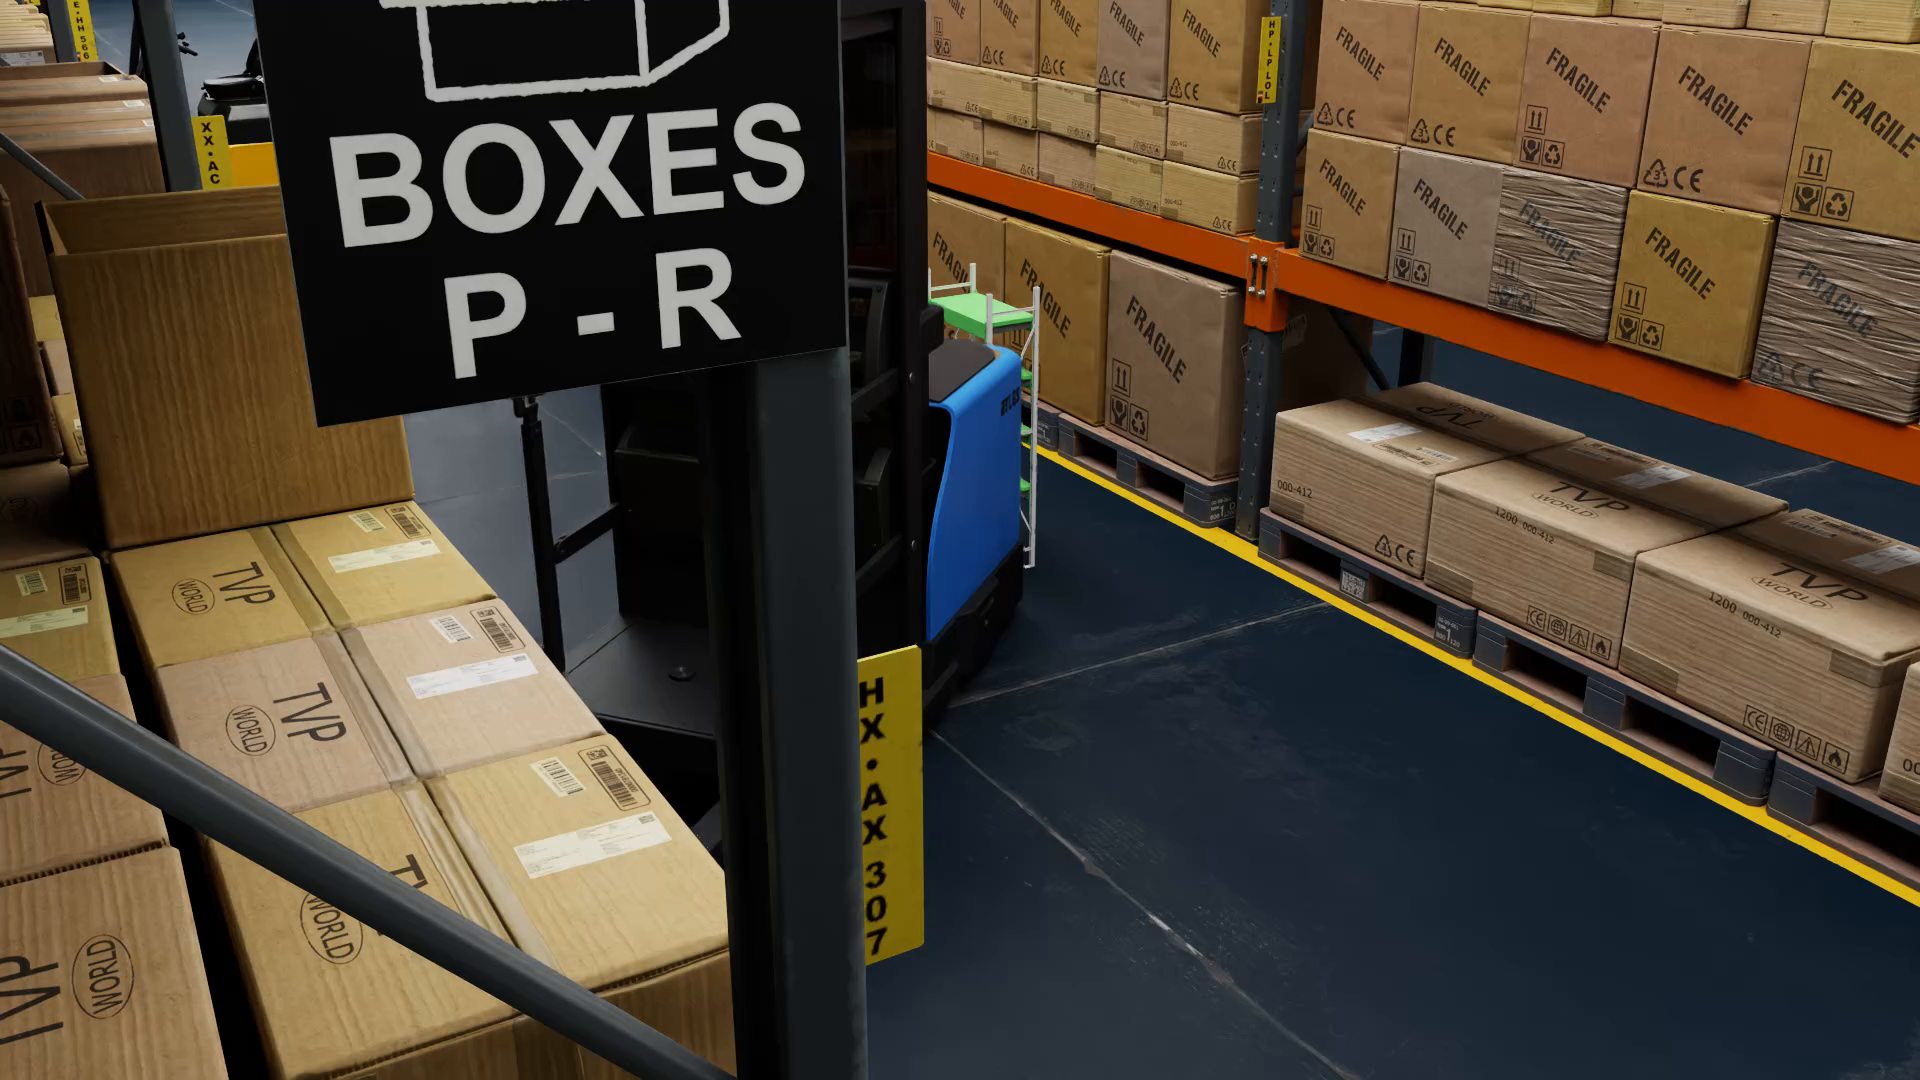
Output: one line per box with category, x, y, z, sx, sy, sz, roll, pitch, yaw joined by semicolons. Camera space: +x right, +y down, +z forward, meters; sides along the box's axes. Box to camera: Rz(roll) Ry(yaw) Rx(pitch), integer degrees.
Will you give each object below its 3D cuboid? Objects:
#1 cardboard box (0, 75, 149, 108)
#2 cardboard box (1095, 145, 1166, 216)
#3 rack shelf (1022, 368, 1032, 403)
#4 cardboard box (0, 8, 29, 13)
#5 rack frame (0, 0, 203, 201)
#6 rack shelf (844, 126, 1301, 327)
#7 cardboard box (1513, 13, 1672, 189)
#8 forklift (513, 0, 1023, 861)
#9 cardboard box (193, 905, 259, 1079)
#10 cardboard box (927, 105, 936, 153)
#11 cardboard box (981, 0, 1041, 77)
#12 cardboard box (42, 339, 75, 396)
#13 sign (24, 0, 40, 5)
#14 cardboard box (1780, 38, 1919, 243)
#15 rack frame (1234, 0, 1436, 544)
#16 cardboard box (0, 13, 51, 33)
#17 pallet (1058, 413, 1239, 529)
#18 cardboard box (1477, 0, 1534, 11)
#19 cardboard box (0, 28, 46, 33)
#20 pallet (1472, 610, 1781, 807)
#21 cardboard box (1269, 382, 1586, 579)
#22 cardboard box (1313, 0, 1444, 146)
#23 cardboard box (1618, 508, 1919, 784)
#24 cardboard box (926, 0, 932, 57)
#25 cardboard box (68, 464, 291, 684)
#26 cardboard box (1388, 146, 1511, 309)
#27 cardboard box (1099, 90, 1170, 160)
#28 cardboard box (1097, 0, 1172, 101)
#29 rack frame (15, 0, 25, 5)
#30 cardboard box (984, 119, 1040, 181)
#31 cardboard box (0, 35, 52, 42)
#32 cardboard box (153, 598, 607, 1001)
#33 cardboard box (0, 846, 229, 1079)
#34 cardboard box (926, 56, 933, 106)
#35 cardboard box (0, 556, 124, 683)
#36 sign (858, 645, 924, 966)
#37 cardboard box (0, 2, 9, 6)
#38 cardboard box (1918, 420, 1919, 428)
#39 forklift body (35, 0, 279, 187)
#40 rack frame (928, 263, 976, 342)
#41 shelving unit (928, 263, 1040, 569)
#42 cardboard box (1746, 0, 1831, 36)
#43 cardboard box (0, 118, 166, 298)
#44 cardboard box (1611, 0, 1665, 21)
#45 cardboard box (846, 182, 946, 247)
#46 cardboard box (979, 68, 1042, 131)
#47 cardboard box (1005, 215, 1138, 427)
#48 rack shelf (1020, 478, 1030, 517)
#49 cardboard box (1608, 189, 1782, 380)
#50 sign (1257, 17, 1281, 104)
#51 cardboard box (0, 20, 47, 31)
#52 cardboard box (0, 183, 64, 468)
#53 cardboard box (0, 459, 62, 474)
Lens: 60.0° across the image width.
cardboard box;-3.309;-1.396;6.071;0.700;0.500;0.500;-13;25;-29
cardboard box;0.971;-1.682;7.665;0.500;0.250;0.500;-13;25;-29
rack shelf;0.085;-0.665;6.887;0.258;0.148;0.480;-13;25;-28
cardboard box;-5.755;-3.076;9.902;0.380;0.149;0.250;-13;26;-29
rack frame;-2.589;-0.534;4.641;1.000;3.000;0.127;-13;25;-28
rack shelf;0.655;-1.804;8.721;1.077;0.370;4.000;-13;25;-28
cardboard box;2.216;-1.466;5.473;0.500;0.500;0.500;-12;25;-27
forklift;-0.735;-0.630;4.968;1.130;2.935;3.031;8;23;18
cardboard box;-0.812;0.567;2.268;0.380;0.149;0.250;-13;25;-29
cardboard box;-0.056;-2.345;9.297;0.500;0.250;0.500;-13;26;-30
cardboard box;0.442;-2.594;8.249;0.500;0.500;0.500;-12;25;-27
cardboard box;-1.850;-0.325;3.931;0.500;0.250;0.500;-13;25;-28
sign;-6.214;-3.731;11.074;0.100;0.325;0.005;-13;25;-28
cardboard box;2.727;-1.139;4.669;0.500;0.500;0.500;-13;25;-29
rack frame;1.676;-1.490;6.993;1.000;3.000;0.127;-13;25;-28
cardboard box;-5.430;-2.923;9.526;0.380;0.149;0.250;-13;26;-30
pallet;1.217;-0.433;8.097;1.003;0.211;1.213;-13;25;-28
cardboard box;2.000;-1.901;5.682;0.380;0.149;0.250;-13;25;-29
cardboard box;-4.977;-2.582;8.685;0.380;0.149;0.250;-12;25;-28
pallet;2.625;0.459;5.902;1.003;0.211;1.213;-13;25;-28
cardboard box;1.905;-0.273;6.845;0.875;0.438;0.875;-13;25;-29
cardboard box;1.711;-1.798;6.292;0.500;0.500;0.500;-12;25;-28
cardboard box;2.822;0.309;5.414;0.875;0.438;0.875;-12;25;-27
cardboard box;-0.064;-2.929;9.072;0.500;0.500;0.500;-12;25;-28
cardboard box;-1.345;0.006;3.117;0.500;0.250;0.500;-13;26;-30
cardboard box;1.945;-1.170;6.074;0.500;0.500;0.500;-12;25;-28
cardboard box;0.980;-1.908;7.557;0.500;0.250;0.500;-12;25;-27
cardboard box;0.962;-2.262;7.431;0.500;0.500;0.500;-12;25;-27
rack frame;-6.676;-3.123;11.012;1.000;3.000;0.127;-13;25;-28
cardboard box;0.462;-2.015;8.485;0.500;0.250;0.500;-13;25;-28
cardboard box;-4.679;-2.421;8.291;0.380;0.149;0.250;-12;25;-27
cardboard box;-0.804;0.331;2.318;0.500;0.250;0.500;-12;25;-28
cardboard box;-1.009;0.595;1.668;0.500;0.250;0.500;-12;25;-27
cardboard box;-0.057;-2.568;9.180;0.500;0.250;0.500;-12;25;-27
cardboard box;-1.520;0.267;2.476;0.500;0.250;0.500;-12;25;-27
sign;-0.079;0.256;1.549;0.100;0.325;0.005;-13;25;-28
cardboard box;-6.083;-3.233;10.287;0.380;0.149;0.250;-13;25;-28
cardboard box;3.002;-0.512;4.454;0.500;0.500;0.500;-13;26;-29
forklift body;-6.182;-3.762;13.711;2.313;2.155;1.214;-13;25;-28
rack frame;-0.040;-0.581;7.148;0.240;1.200;0.015;-13;25;-28
shelving unit;0.085;-0.502;6.954;0.258;1.200;0.503;-13;25;-28
cardboard box;2.547;-1.574;4.877;0.380;0.149;0.250;-12;25;-27
cardboard box;-2.644;-0.974;5.034;0.700;0.500;0.500;-12;25;-27
cardboard box;2.310;-1.744;5.296;0.380;0.149;0.250;-13;25;-28
cardboard box;-0.085;-1.755;9.910;0.875;0.875;0.875;-13;25;-29
cardboard box;0.434;-2.237;8.367;0.500;0.250;0.500;-12;25;-27
cardboard box;0.823;-1.176;8.485;0.875;0.875;0.875;-12;25;-27
rack shelf;0.085;-0.221;7.068;0.258;0.148;0.480;-13;25;-28
cardboard box;2.456;-0.841;5.264;0.500;0.500;0.500;-12;25;-27
sign;1.215;-1.882;6.525;0.100;0.325;0.005;-13;25;-28
cardboard box;-5.210;-2.751;9.102;0.380;0.149;0.250;-12;25;-27
cardboard box;-2.057;-0.416;3.160;0.500;0.500;0.500;-13;26;-30
cardboard box;-2.044;-0.061;3.283;0.500;0.250;0.500;-12;25;-27
